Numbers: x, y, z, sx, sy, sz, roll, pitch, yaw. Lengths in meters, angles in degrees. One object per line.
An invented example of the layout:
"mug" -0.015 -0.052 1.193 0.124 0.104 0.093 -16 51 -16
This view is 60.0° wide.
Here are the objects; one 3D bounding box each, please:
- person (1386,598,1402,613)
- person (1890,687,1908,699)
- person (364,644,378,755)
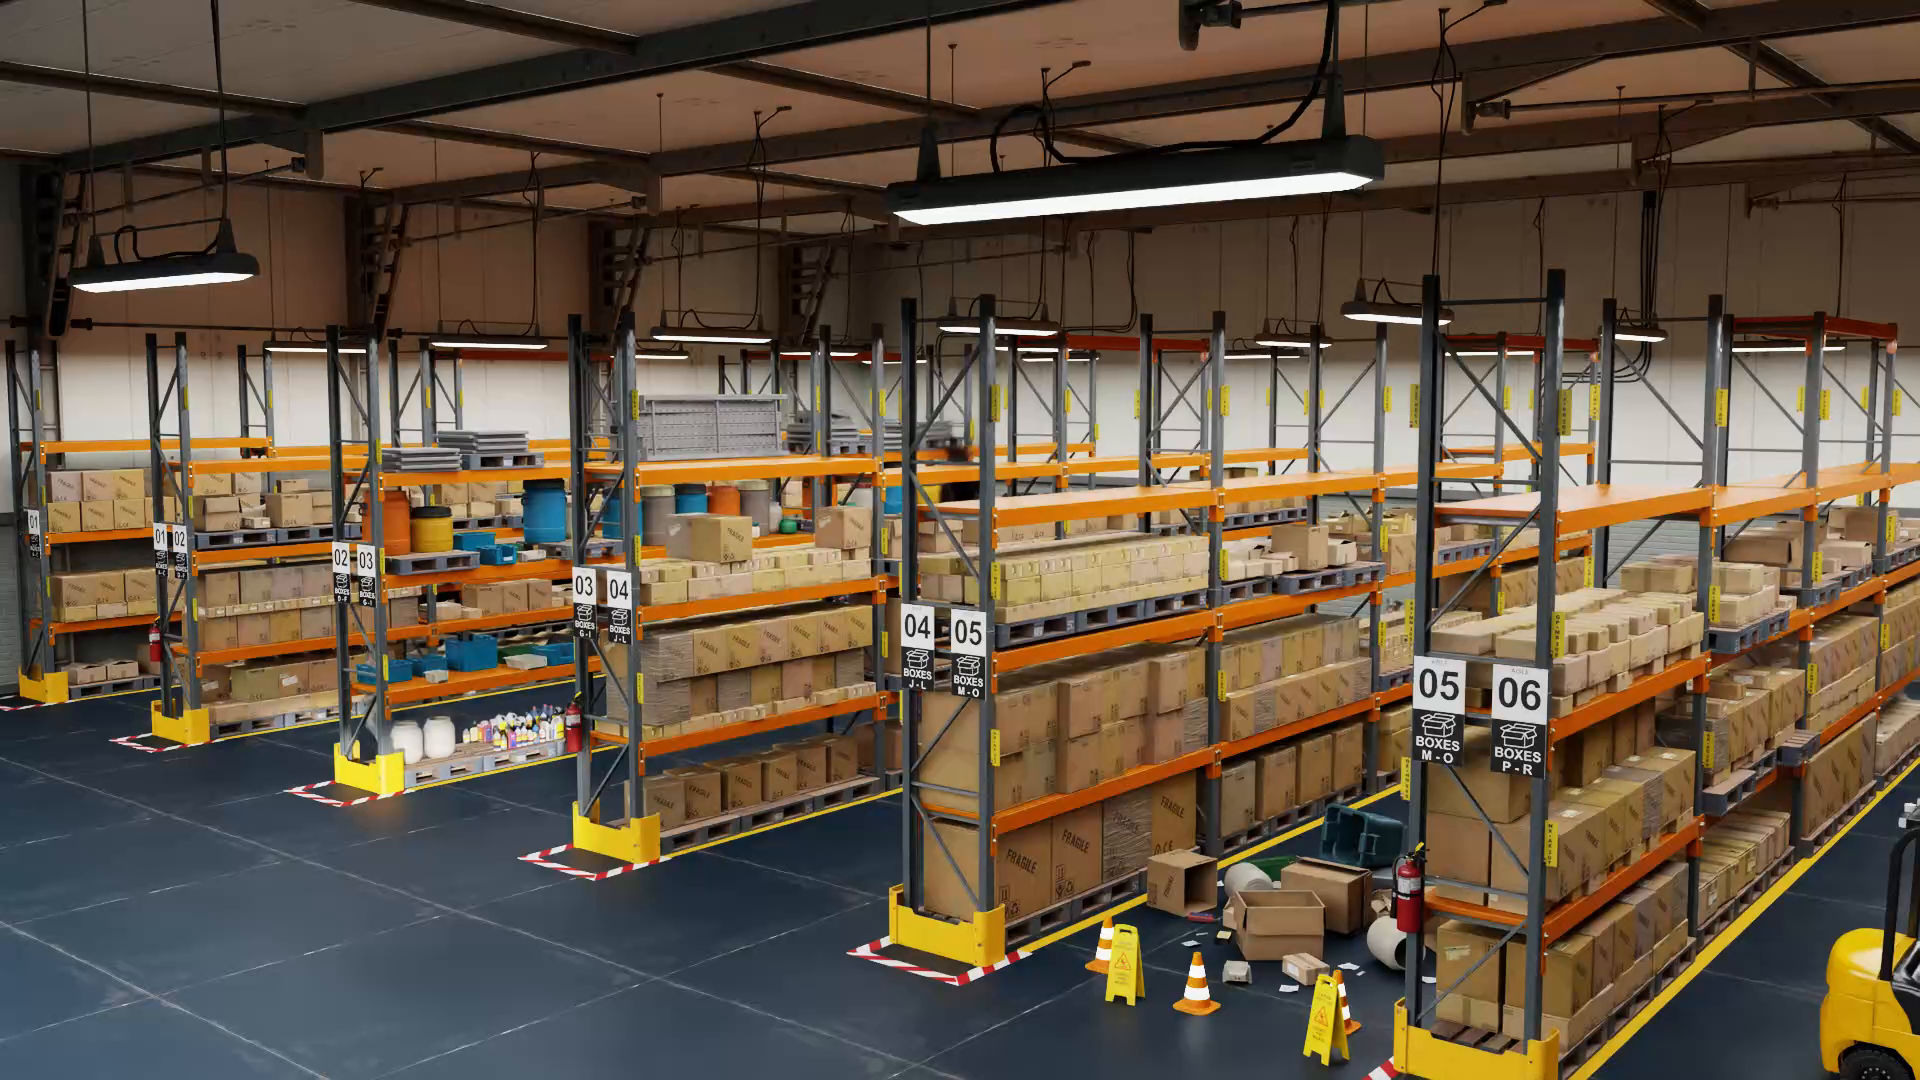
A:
"person" 7.116 1.851 27.100 0.929 1.842 0.671 -5 7 -43
"person" 14.545 2.029 25.820 0.573 1.637 0.671 5 7 43
"person" -8.251 2.257 23.442 0.510 1.578 0.638 4 6 35
